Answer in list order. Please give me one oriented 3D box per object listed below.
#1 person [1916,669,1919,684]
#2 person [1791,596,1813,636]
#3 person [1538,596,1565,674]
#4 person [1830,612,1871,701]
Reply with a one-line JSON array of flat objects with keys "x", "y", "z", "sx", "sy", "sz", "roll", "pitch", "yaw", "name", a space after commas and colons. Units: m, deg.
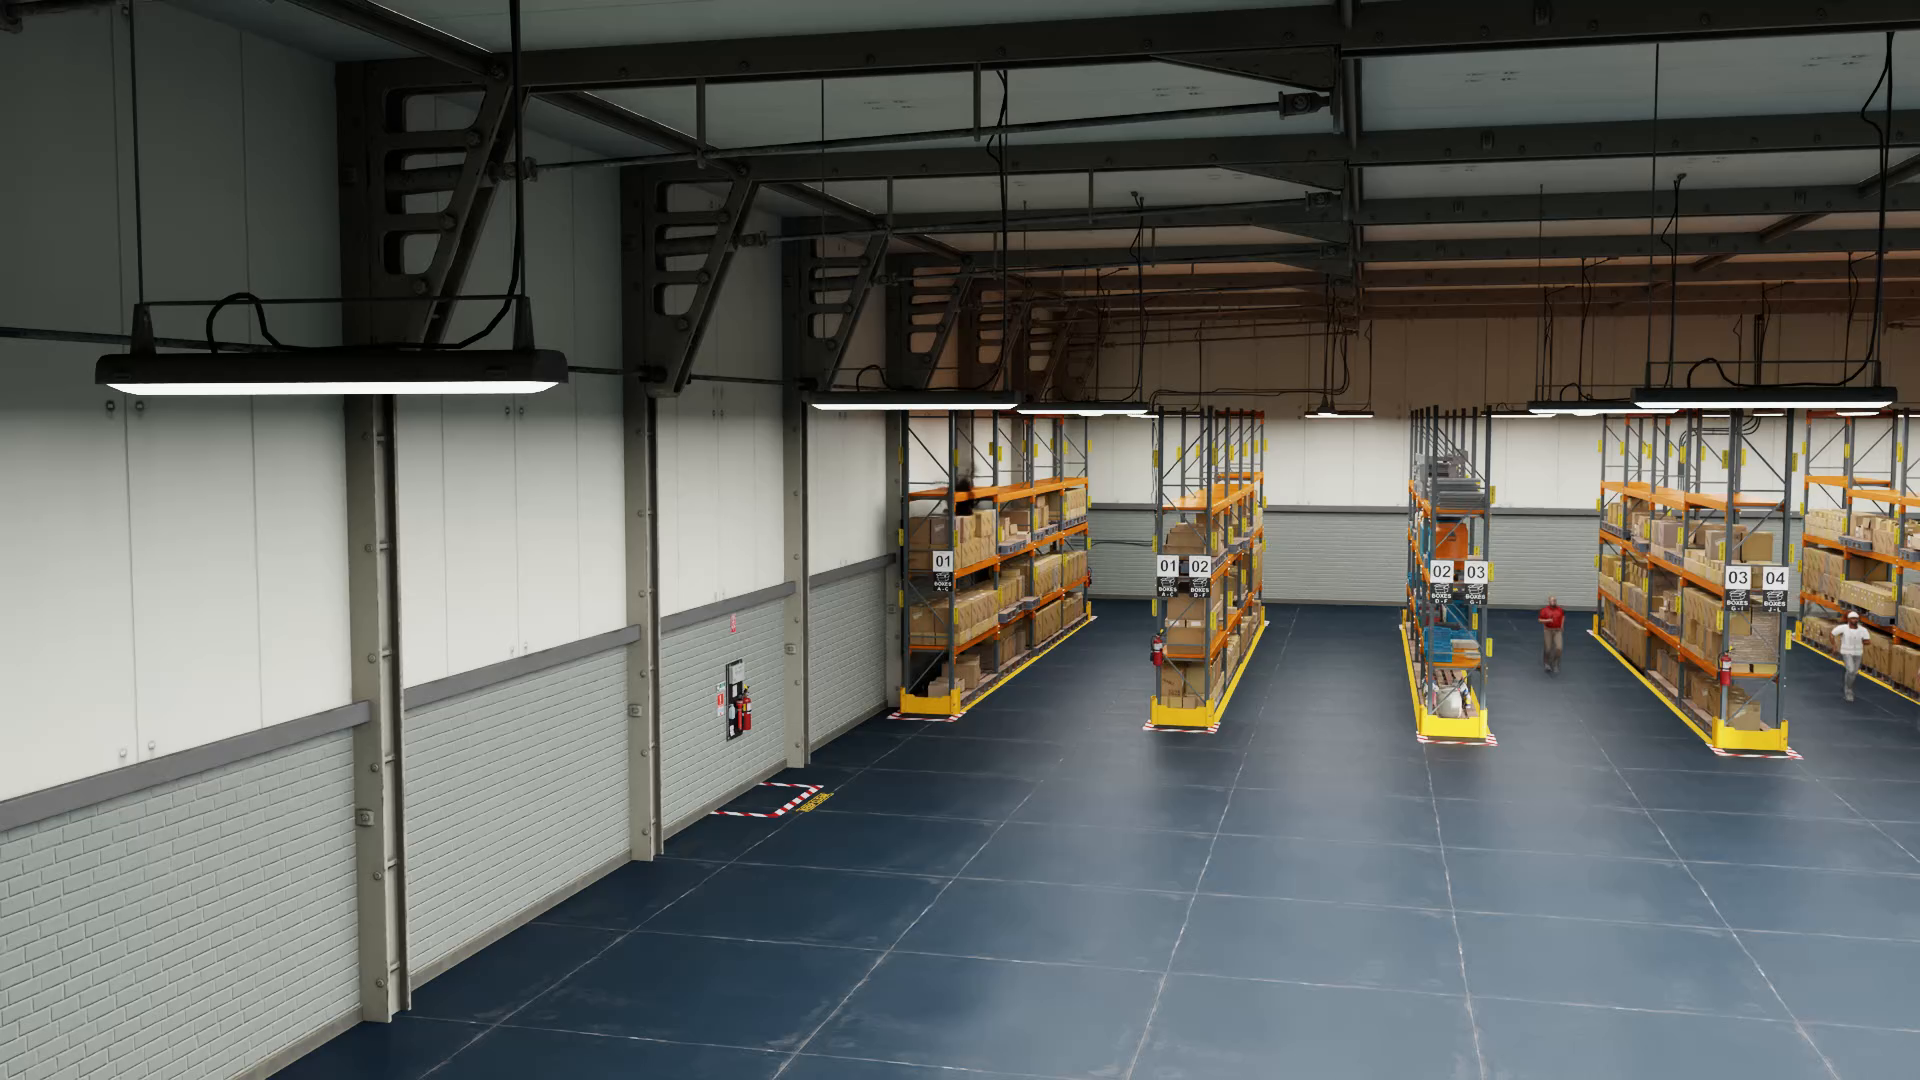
[{"x": 17.304, "y": 2.737, "z": 29.280, "sx": 0.670, "sy": 1.737, "sz": 0.624, "roll": 0, "pitch": 4, "yaw": 5, "name": "person"}, {"x": 22.582, "y": 1.727, "z": 44.277, "sx": 0.843, "sy": 1.649, "sz": 0.580, "roll": 0, "pitch": 4, "yaw": -1, "name": "person"}, {"x": 13.467, "y": 2.167, "z": 37.789, "sx": 0.640, "sy": 1.786, "sz": 0.726, "roll": 0, "pitch": 4, "yaw": 6, "name": "person"}, {"x": 18.352, "y": 2.386, "z": 34.234, "sx": 0.676, "sy": 1.833, "sz": 0.776, "roll": 0, "pitch": 4, "yaw": 4, "name": "person"}]
